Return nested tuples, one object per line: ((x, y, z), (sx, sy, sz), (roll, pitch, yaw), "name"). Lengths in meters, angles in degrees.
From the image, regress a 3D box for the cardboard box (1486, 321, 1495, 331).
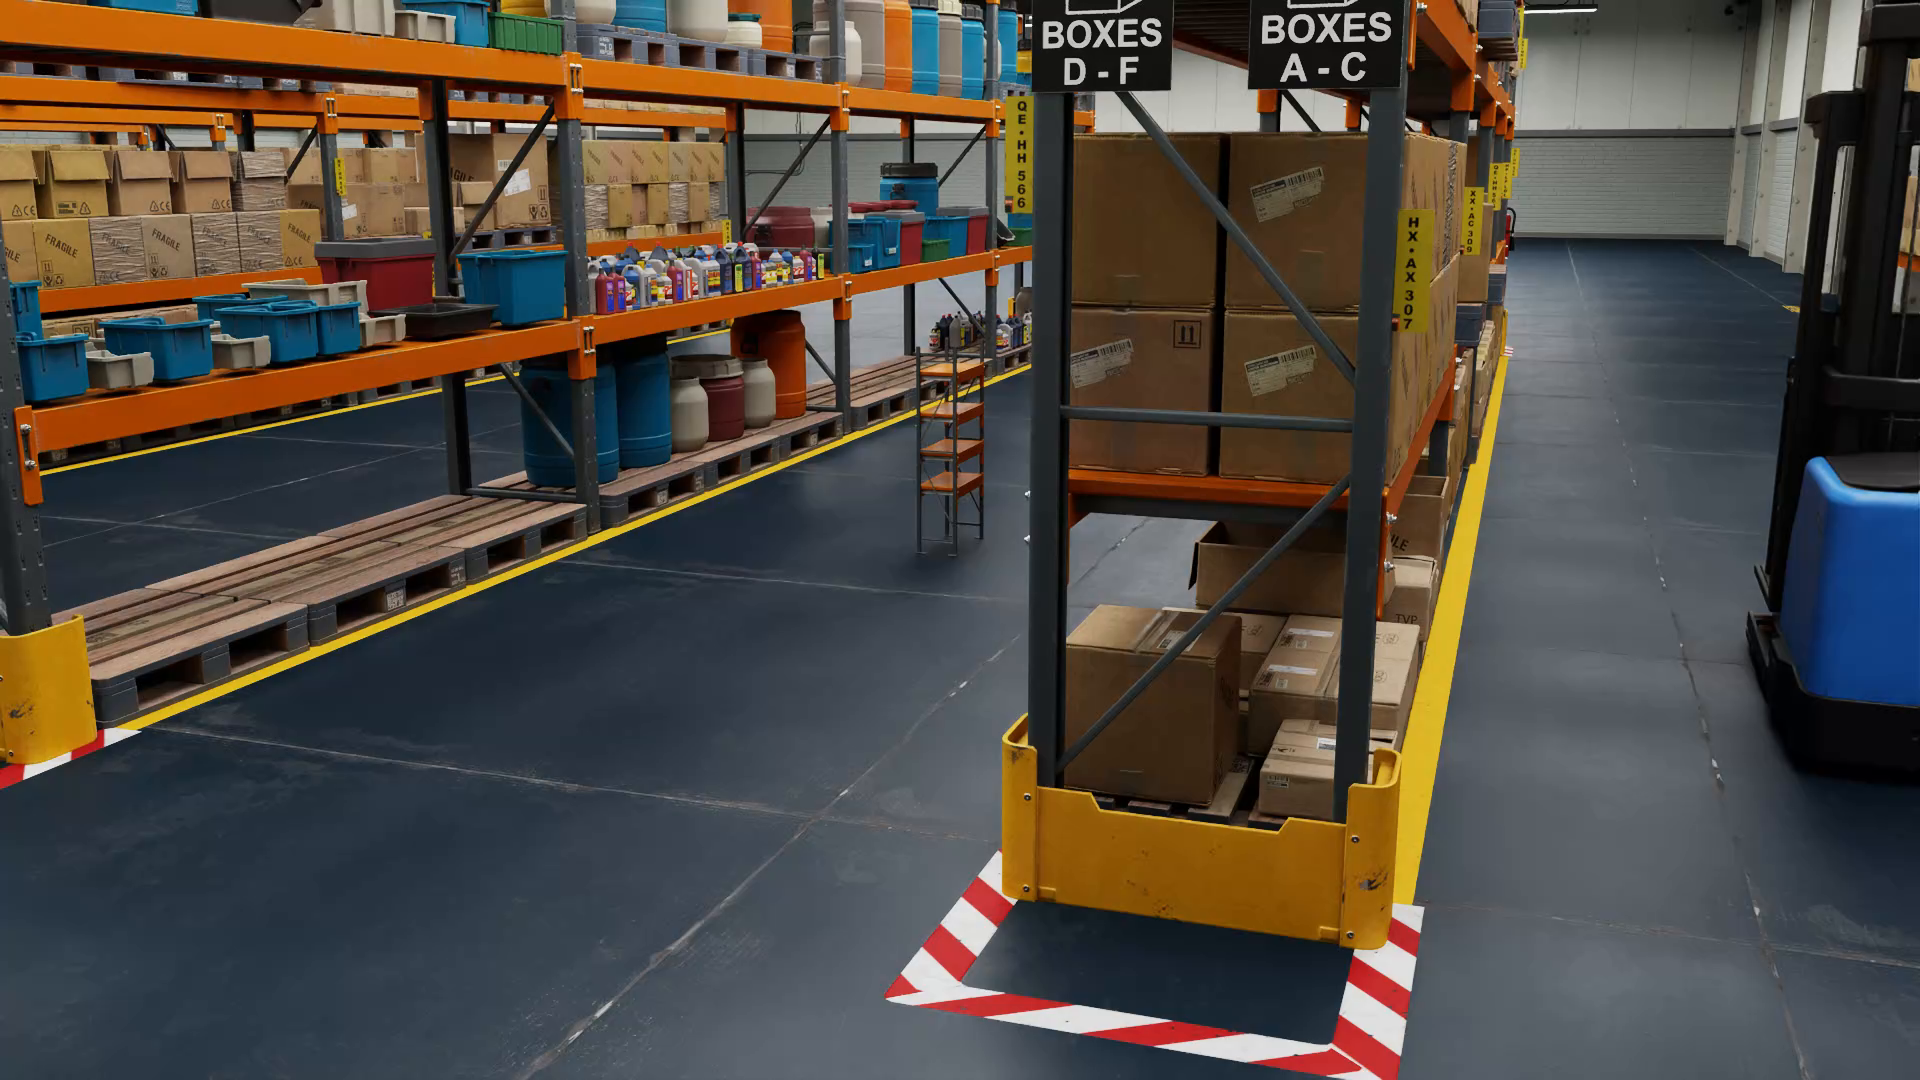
((4.719, -1.895, 15.524), (0.500, 0.311, 0.500), (4, 14, 18), "cardboard box")

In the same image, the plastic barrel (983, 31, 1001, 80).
((0.218, -5.019, 17.299), (0.421, 0.512, 0.421), (0, 13, 0), "plastic barrel")

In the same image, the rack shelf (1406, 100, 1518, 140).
((5.226, -4.396, 17.382), (1.077, 0.370, 4.000), (4, 14, 18), "rack shelf")

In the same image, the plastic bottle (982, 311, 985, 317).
((0.306, -2.588, 19.727), (0.097, 0.271, 0.097), (0, 13, 0), "plastic bottle")

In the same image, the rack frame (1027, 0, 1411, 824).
((0.696, -0.336, 4.721), (1.000, 3.000, 0.127), (4, 14, 18), "rack frame")

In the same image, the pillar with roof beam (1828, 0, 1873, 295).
((10.963, -8.901, 28.763), (9.100, 9.000, 0.400), (4, 14, 18), "pillar with roof beam")

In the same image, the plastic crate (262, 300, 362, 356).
((-3.075, -1.010, 7.914), (0.416, 0.233, 0.300), (4, 14, 18), "plastic crate")

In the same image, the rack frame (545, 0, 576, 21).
((-2.695, -4.461, 9.310), (1.000, 3.000, 0.127), (4, 14, 18), "rack frame")

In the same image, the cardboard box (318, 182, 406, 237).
((-5.865, -3.230, 16.229), (0.700, 0.500, 0.500), (7, 14, 27), "cardboard box")

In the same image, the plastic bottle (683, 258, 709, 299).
((-1.810, -1.789, 11.366), (0.152, 0.276, 0.135), (4, 14, 18), "plastic bottle")

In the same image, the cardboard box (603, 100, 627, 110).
((-4.239, -5.154, 19.426), (0.500, 0.250, 0.500), (4, 14, 18), "cardboard box")

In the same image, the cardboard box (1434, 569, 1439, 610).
((2.010, 0.220, 7.699), (0.380, 0.149, 0.250), (4, 14, 18), "cardboard box")

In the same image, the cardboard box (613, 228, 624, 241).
((-4.219, -3.638, 19.750), (0.380, 0.149, 0.250), (4, 14, 18), "cardboard box")

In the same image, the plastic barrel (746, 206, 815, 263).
((-1.538, -2.564, 14.176), (0.600, 0.536, 0.708), (4, 14, 18), "plastic barrel")

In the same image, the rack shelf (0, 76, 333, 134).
((-6.735, -3.425, 13.131), (1.077, 0.370, 4.000), (4, 14, 18), "rack shelf")

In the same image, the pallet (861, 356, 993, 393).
((-0.324, -1.693, 16.931), (1.003, 0.211, 1.213), (4, 14, 18), "pallet")

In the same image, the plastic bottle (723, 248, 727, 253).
((-1.910, -2.225, 13.286), (0.097, 0.271, 0.097), (0, 13, 0), "plastic bottle")

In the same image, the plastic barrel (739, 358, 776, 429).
((-1.641, -1.141, 12.891), (0.421, 0.512, 0.421), (0, 13, 0), "plastic barrel")

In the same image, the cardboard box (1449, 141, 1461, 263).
((1.909, -1.482, 7.267), (0.500, 0.500, 0.500), (4, 13, 17), "cardboard box")

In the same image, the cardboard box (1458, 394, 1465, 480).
((3.036, -0.694, 10.916), (0.500, 0.500, 0.500), (4, 13, 16), "cardboard box")

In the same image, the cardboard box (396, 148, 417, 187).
((-8.316, -5.322, 23.800), (0.875, 0.550, 0.550), (4, 14, 18), "cardboard box")

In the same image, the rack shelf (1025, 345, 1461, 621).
((1.343, -0.407, 6.646), (1.077, 0.370, 4.000), (4, 14, 18), "rack shelf")

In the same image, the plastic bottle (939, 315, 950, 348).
((-0.171, -2.300, 18.288), (0.144, 0.351, 0.185), (4, 13, 17), "plastic bottle")

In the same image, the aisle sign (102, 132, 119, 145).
((-13.149, -6.436, 25.601), (0.394, 0.787, 0.004), (4, 14, 18), "aisle sign")

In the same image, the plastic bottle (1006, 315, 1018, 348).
((0.547, -2.284, 18.217), (0.144, 0.351, 0.185), (5, 14, 20), "plastic bottle")

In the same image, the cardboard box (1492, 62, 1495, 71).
((3.175, -3.438, 11.343), (0.910, 0.500, 0.500), (4, 14, 18), "cardboard box")

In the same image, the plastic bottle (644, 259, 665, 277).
((-2.029, -1.752, 11.200), (0.152, 0.276, 0.135), (4, 14, 18), "plastic bottle")

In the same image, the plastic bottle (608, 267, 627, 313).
((-2.130, -1.554, 10.317), (0.061, 0.283, 0.133), (4, 14, 18), "plastic bottle")

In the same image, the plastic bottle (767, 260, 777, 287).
((-1.415, -1.992, 12.419), (0.097, 0.201, 0.097), (0, 13, 0), "plastic bottle")

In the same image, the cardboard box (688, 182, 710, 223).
((-3.751, -4.385, 21.567), (0.875, 0.500, 0.500), (4, 14, 18), "cardboard box")

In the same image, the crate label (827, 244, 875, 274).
((-0.910, -2.358, 13.956), (0.303, 0.233, 0.416), (4, 14, 18), "crate label")

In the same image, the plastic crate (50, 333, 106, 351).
((-3.789, -0.839, 7.382), (0.396, 0.136, 0.243), (4, 14, 18), "plastic crate")

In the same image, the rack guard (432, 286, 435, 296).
((-8.152, -3.584, 24.567), (1.175, 0.500, 0.348), (4, 14, 18), "rack guard")

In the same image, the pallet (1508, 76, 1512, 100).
((5.227, -4.720, 17.384), (1.003, 0.211, 1.213), (4, 14, 18), "pallet")

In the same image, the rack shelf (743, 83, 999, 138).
((-0.754, -3.911, 15.258), (1.077, 0.370, 4.000), (4, 14, 18), "rack shelf")

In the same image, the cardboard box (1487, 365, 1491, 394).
((4.389, -1.405, 14.638), (0.500, 0.250, 0.500), (5, 14, 20), "cardboard box")

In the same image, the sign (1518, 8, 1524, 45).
((5.095, -4.694, 15.203), (0.100, 0.325, 0.005), (4, 14, 18), "sign")

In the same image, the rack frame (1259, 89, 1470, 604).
((1.990, -1.179, 8.411), (1.000, 3.000, 0.127), (4, 14, 18), "rack frame")

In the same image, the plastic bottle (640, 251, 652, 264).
((-2.296, -1.958, 12.104), (0.152, 0.276, 0.135), (4, 14, 18), "plastic bottle")

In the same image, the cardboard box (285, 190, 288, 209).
((-9.189, -4.225, 21.419), (0.875, 0.550, 0.550), (4, 14, 18), "cardboard box")

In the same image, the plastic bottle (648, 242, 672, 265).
((-2.164, -1.978, 12.026), (0.144, 0.351, 0.185), (4, 14, 18), "plastic bottle")

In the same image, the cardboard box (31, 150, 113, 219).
((-6.950, -2.709, 12.638), (0.797, 0.503, 0.637), (5, 14, 19), "cardboard box")

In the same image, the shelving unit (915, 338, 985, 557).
((-0.054, -0.550, 9.702), (0.258, 1.200, 0.503), (4, 14, 18), "shelving unit")

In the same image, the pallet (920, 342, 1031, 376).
((0.150, -1.999, 18.274), (1.003, 0.211, 1.213), (4, 14, 18), "pallet")

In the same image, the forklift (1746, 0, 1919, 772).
((4.112, -0.828, 7.028), (1.130, 2.935, 3.031), (5, 14, 20), "forklift")

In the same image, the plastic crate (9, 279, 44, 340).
((-4.058, -0.824, 6.644), (0.616, 0.435, 0.499), (4, 14, 18), "plastic crate")

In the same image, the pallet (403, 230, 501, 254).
((-5.486, -3.061, 17.090), (1.003, 0.211, 1.213), (4, 14, 18), "pallet")

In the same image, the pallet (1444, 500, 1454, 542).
((2.611, -0.251, 10.613), (1.003, 0.211, 1.213), (4, 14, 18), "pallet")

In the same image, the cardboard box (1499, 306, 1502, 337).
((5.349, -2.379, 17.218), (0.500, 0.500, 0.500), (4, 14, 18), "cardboard box")

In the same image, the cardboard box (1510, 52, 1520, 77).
((5.570, -5.019, 17.436), (0.500, 0.311, 0.500), (6, 14, 25), "cardboard box")

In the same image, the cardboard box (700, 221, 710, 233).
((-3.510, -4.113, 21.832), (0.380, 0.149, 0.250), (4, 14, 18), "cardboard box")

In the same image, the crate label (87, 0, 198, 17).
((-3.385, -2.255, 6.719), (0.408, 0.251, 0.502), (4, 14, 18), "crate label")

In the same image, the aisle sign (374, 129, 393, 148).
((-8.421, -6.102, 24.138), (0.394, 0.787, 0.004), (4, 14, 18), "aisle sign")

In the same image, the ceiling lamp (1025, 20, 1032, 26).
((1.291, -15.807, 45.903), (2.000, 3.185, 0.800), (4, 14, 18), "ceiling lamp")

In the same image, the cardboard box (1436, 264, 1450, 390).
((1.742, -0.887, 6.907), (0.500, 0.500, 0.500), (5, 14, 20), "cardboard box")
